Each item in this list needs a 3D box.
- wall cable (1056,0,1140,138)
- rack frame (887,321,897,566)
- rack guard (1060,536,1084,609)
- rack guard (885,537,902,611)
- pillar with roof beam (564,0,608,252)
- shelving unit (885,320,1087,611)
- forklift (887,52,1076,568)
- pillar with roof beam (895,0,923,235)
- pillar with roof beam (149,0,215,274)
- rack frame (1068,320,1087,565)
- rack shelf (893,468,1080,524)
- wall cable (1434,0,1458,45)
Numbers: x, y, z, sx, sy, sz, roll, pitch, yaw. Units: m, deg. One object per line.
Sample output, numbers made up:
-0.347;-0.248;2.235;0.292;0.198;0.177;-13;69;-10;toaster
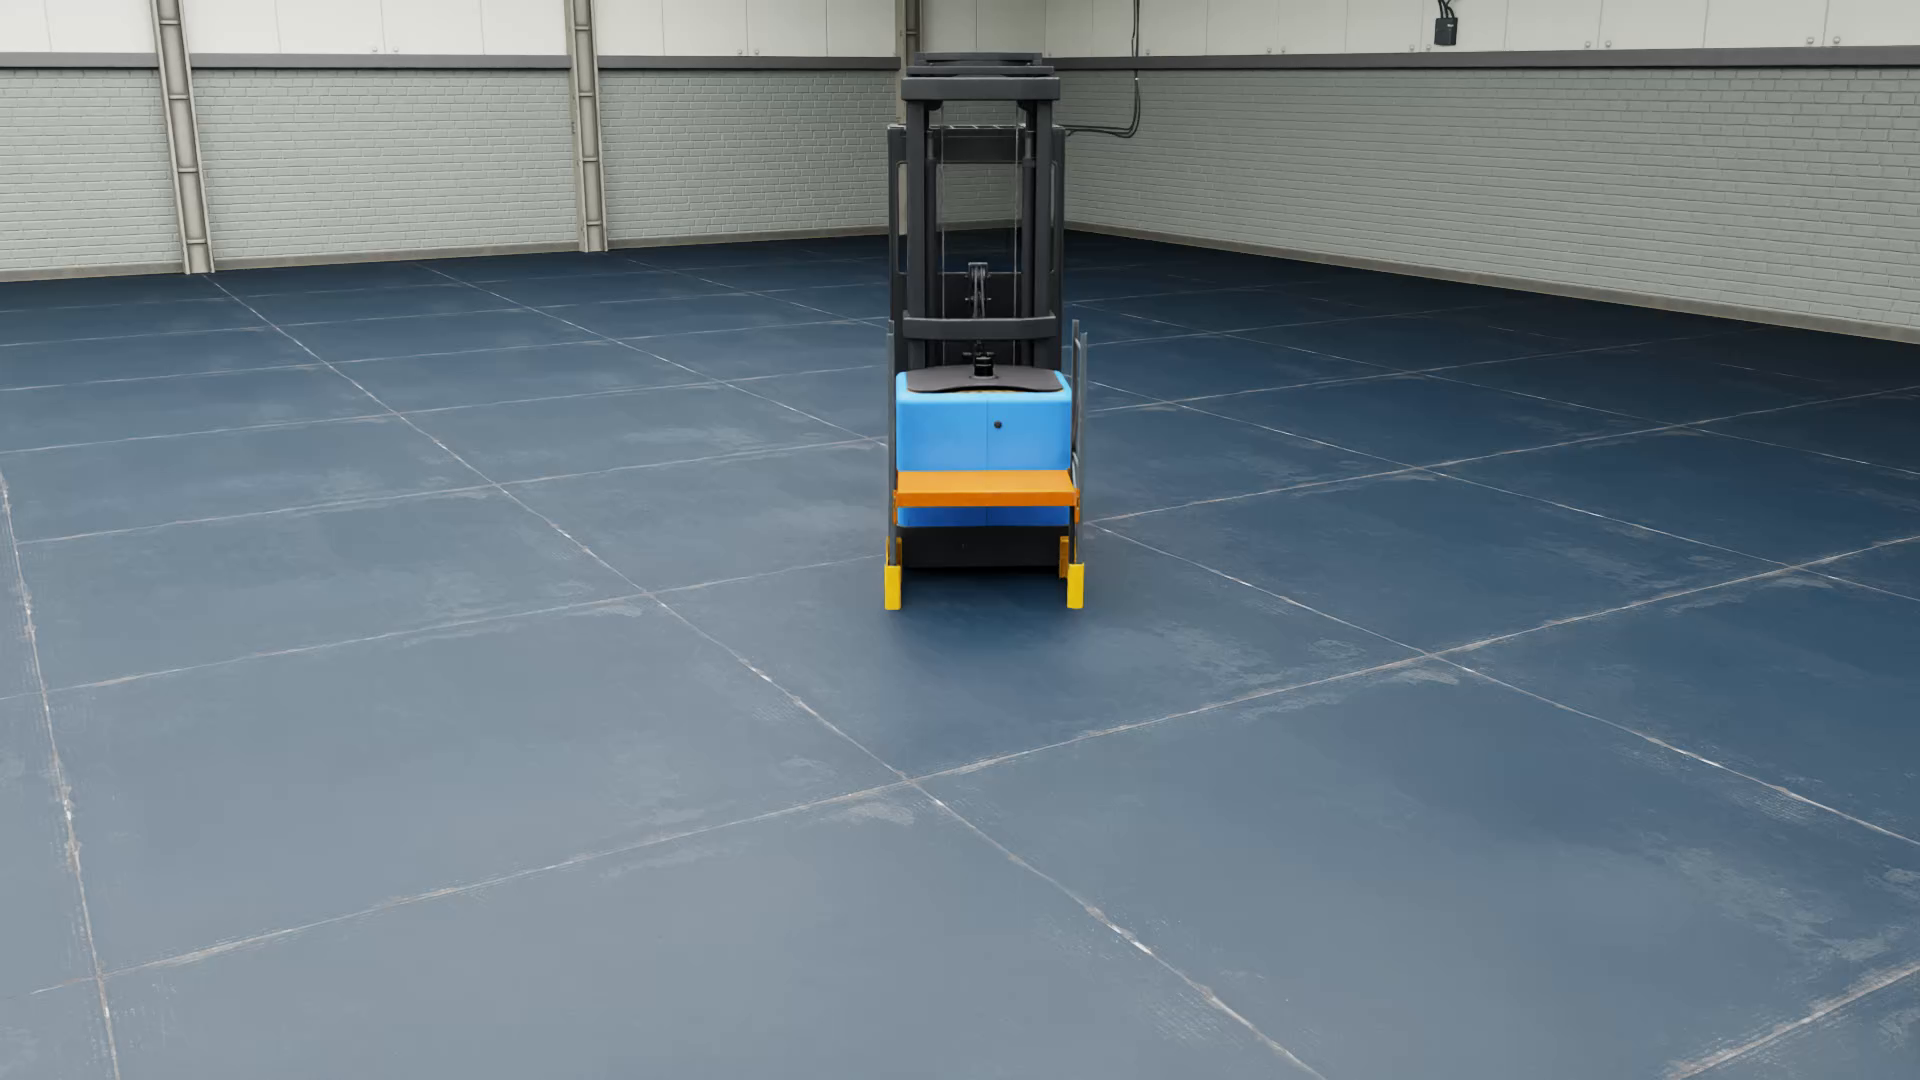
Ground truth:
2.303;-8.547;29.983;0.112;2.526;3.097;-9;18;-30;wall cable
-0.373;-0.417;9.119;0.032;1.500;0.500;0;16;-1;rack frame
0.624;0.178;9.312;0.087;0.250;0.587;0;16;-1;rack guard
-0.371;0.184;9.288;0.087;0.250;0.587;0;16;-1;rack guard
-3.829;-8.109;22.665;0.400;9.000;9.100;-9;18;-30;pillar with roof beam
0.127;-0.421;9.131;1.083;1.500;0.587;0;16;-1;shelving unit
0.089;-1.596;10.672;1.130;2.935;3.031;-1;16;-2;forklift
1.314;-8.943;25.641;0.400;9.000;9.100;-9;18;-30;pillar with roof beam
-8.973;-7.275;19.690;0.400;9.000;9.100;-9;18;-30;pillar with roof beam
0.644;-0.424;9.144;0.032;1.500;0.500;0;16;-1;rack frame
0.136;-0.247;9.180;1.000;0.185;0.538;0;16;-1;rack shelf
7.178;-9.481;21.261;0.169;6.003;2.305;-9;18;-30;wall cable
